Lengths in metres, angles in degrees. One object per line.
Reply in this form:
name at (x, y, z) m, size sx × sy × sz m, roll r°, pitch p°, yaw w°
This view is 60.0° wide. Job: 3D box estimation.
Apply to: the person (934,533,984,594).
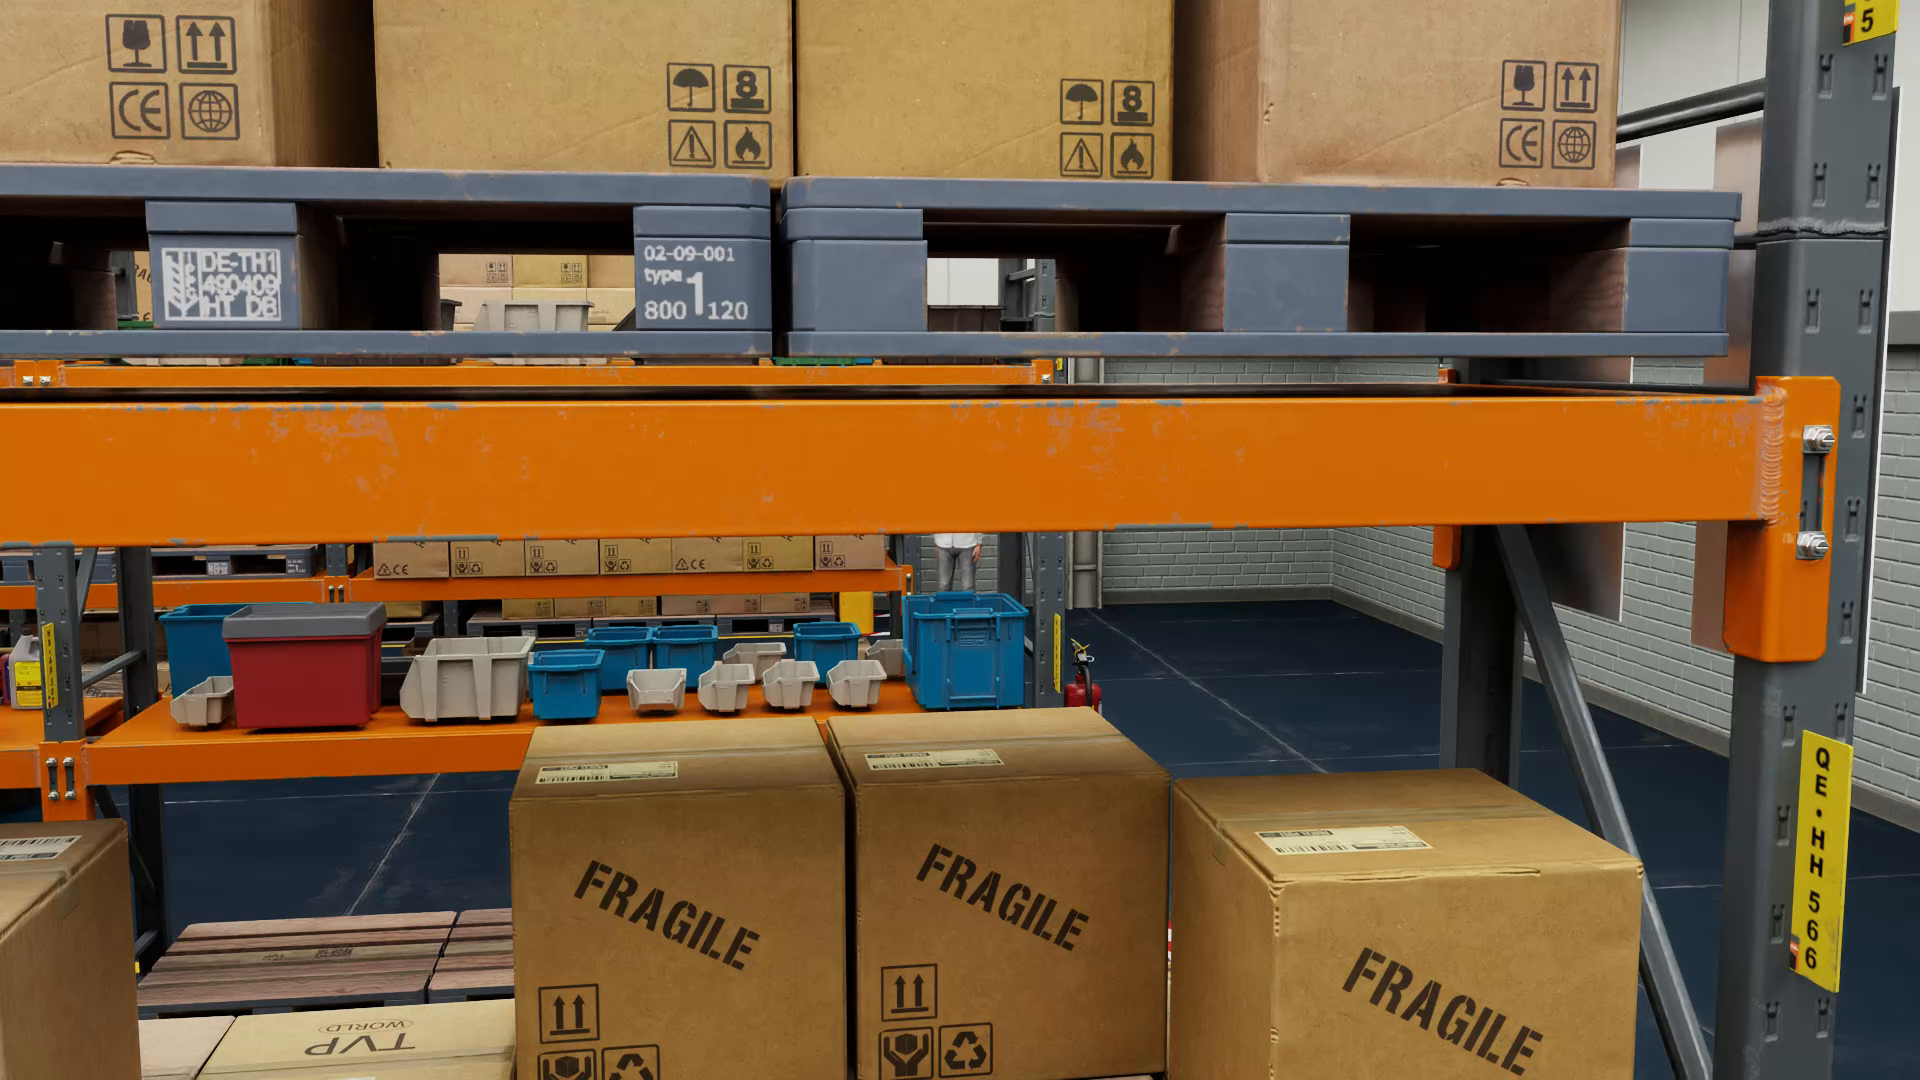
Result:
person at (-0.014, 0.068, 17.019) m, size 0.533 × 1.766 × 0.360 m, roll 2°, pitch 7°, yaw 13°
